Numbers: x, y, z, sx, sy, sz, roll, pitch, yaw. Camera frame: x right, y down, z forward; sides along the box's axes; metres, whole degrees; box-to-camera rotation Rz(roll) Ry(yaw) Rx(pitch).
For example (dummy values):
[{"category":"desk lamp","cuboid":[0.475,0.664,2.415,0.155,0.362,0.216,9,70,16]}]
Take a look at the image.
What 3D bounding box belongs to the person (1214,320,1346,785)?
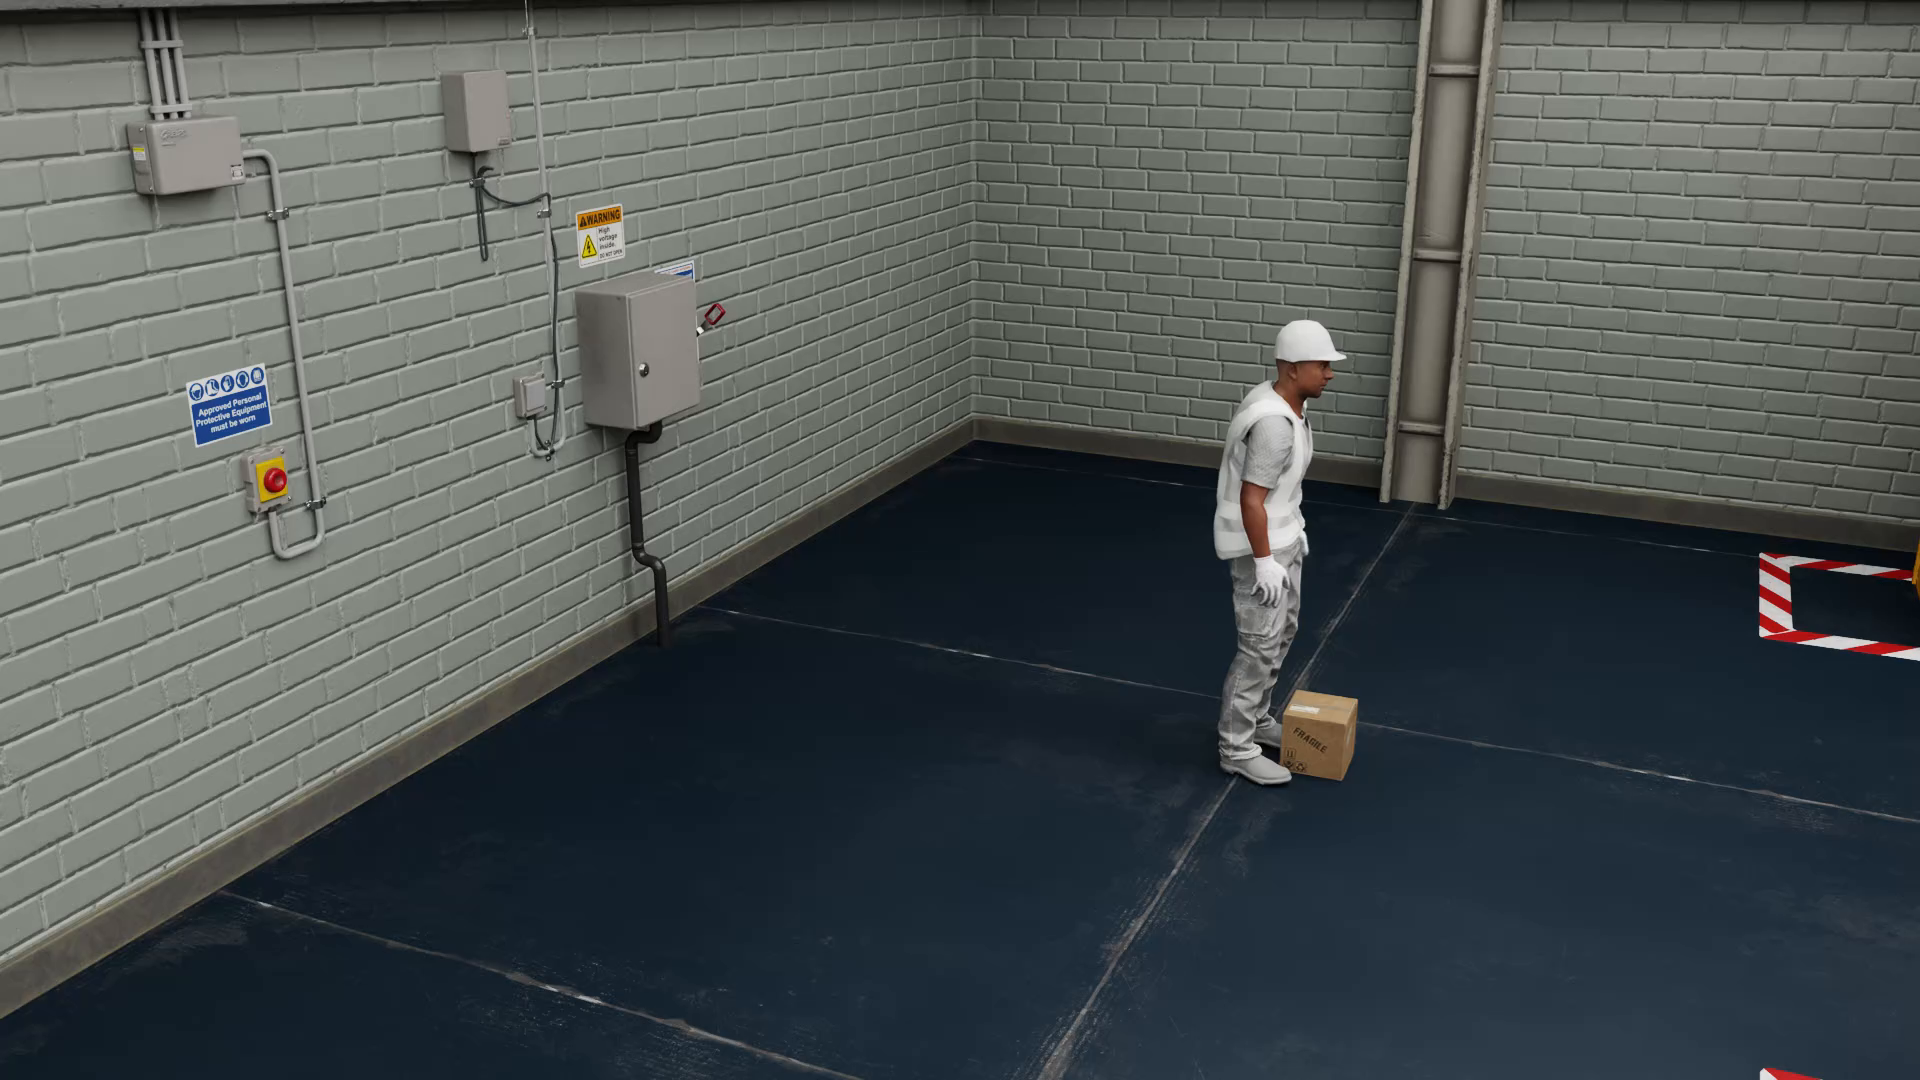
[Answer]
[{"category":"person","cuboid":[1.219,0.025,6.471,0.443,1.776,0.630,7,20,20]}]
